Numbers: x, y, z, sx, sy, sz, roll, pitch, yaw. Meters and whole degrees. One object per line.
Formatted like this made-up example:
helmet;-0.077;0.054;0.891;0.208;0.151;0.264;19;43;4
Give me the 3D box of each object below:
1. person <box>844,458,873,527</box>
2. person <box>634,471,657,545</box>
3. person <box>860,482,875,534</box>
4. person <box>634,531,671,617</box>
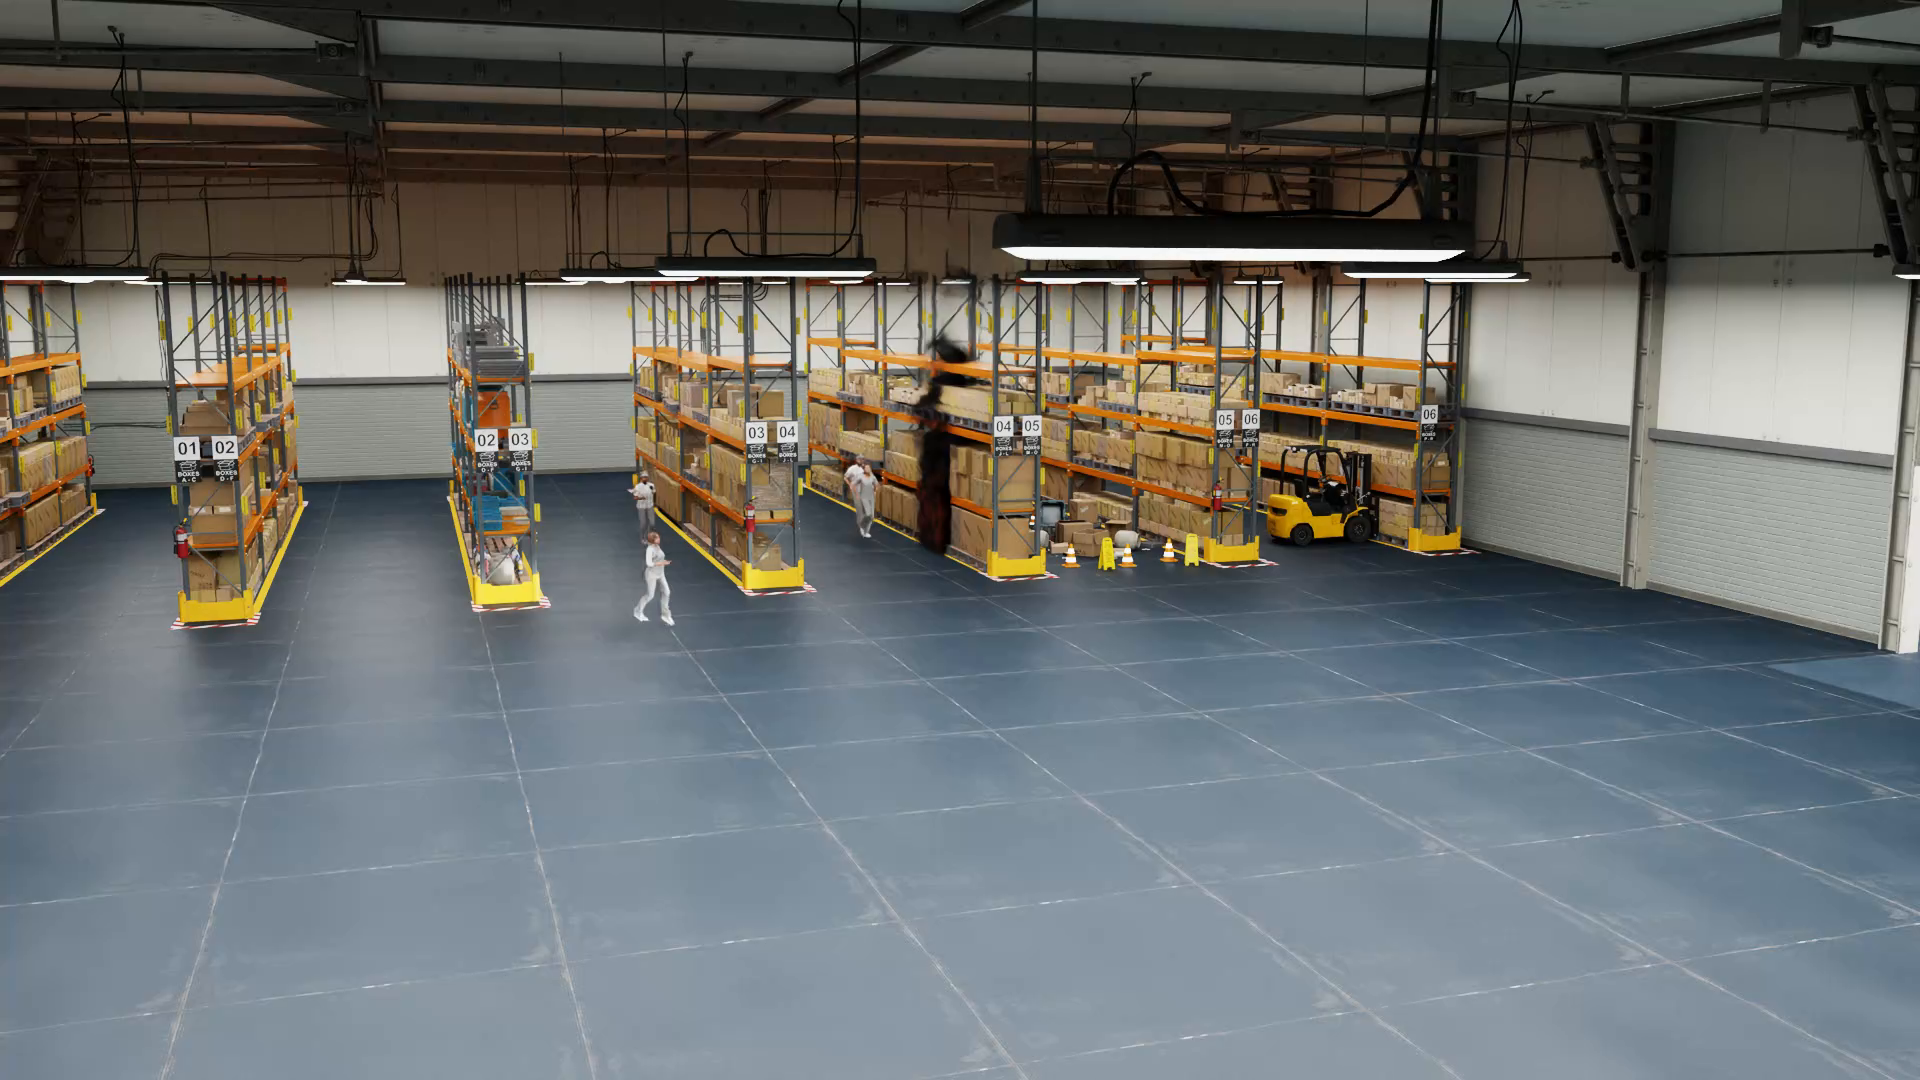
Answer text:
person;-5.862;-0.754;35.757;8.766;1.777;1.436;-3;9;-22
person;-6.986;-0.686;37.075;0.555;1.727;0.660;-3;9;-21
person;-2.013;-0.687;36.474;0.344;1.168;0.497;-4;10;-26
person;-5.248;0.585;28.407;0.743;1.492;0.489;3;9;18
